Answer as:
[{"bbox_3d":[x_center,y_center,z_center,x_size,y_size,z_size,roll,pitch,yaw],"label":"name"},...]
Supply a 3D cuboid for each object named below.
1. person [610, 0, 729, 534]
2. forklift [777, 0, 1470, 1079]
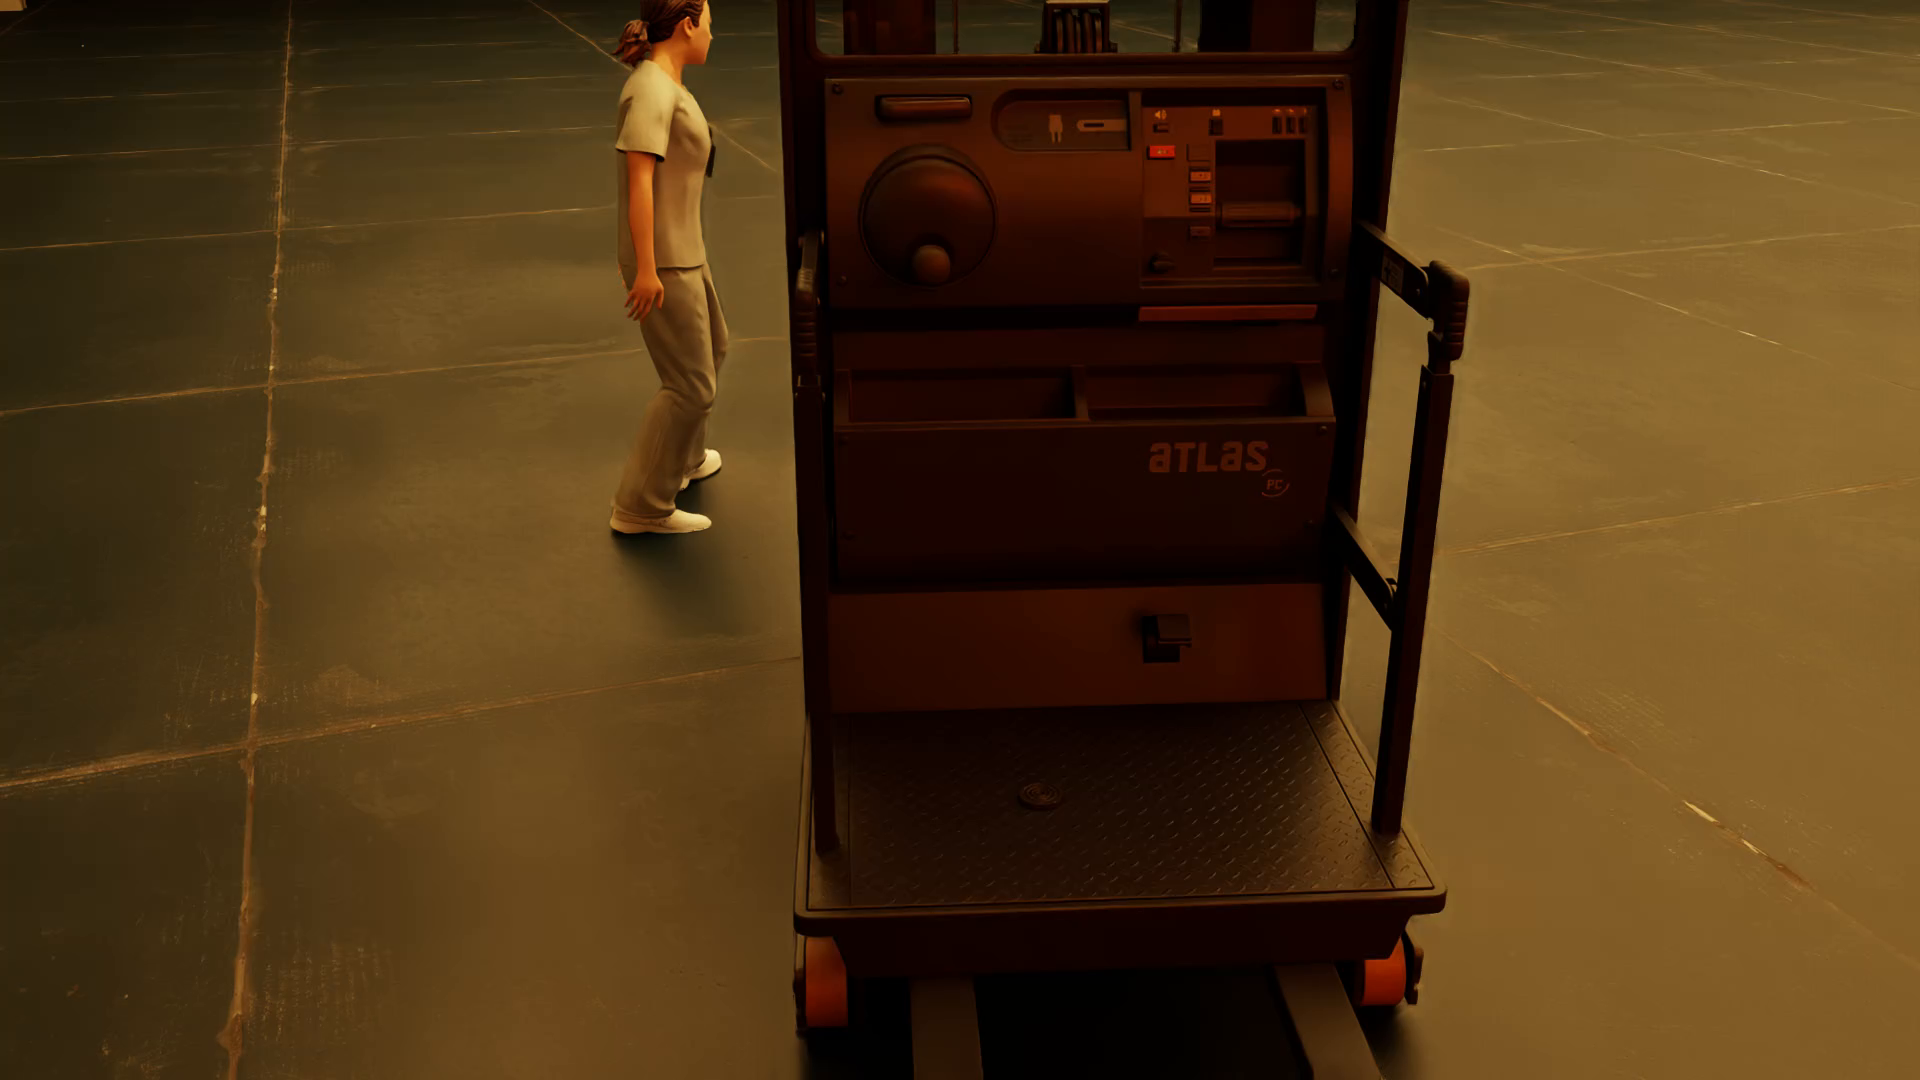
[{"bbox_3d":[-0.906,-0.835,4.991,0.401,1.645,0.794,-4,23,-8],"label":"person"},{"bbox_3d":[0.244,-0.604,2.736,1.130,2.935,3.031,-1,23,-3],"label":"forklift"}]
